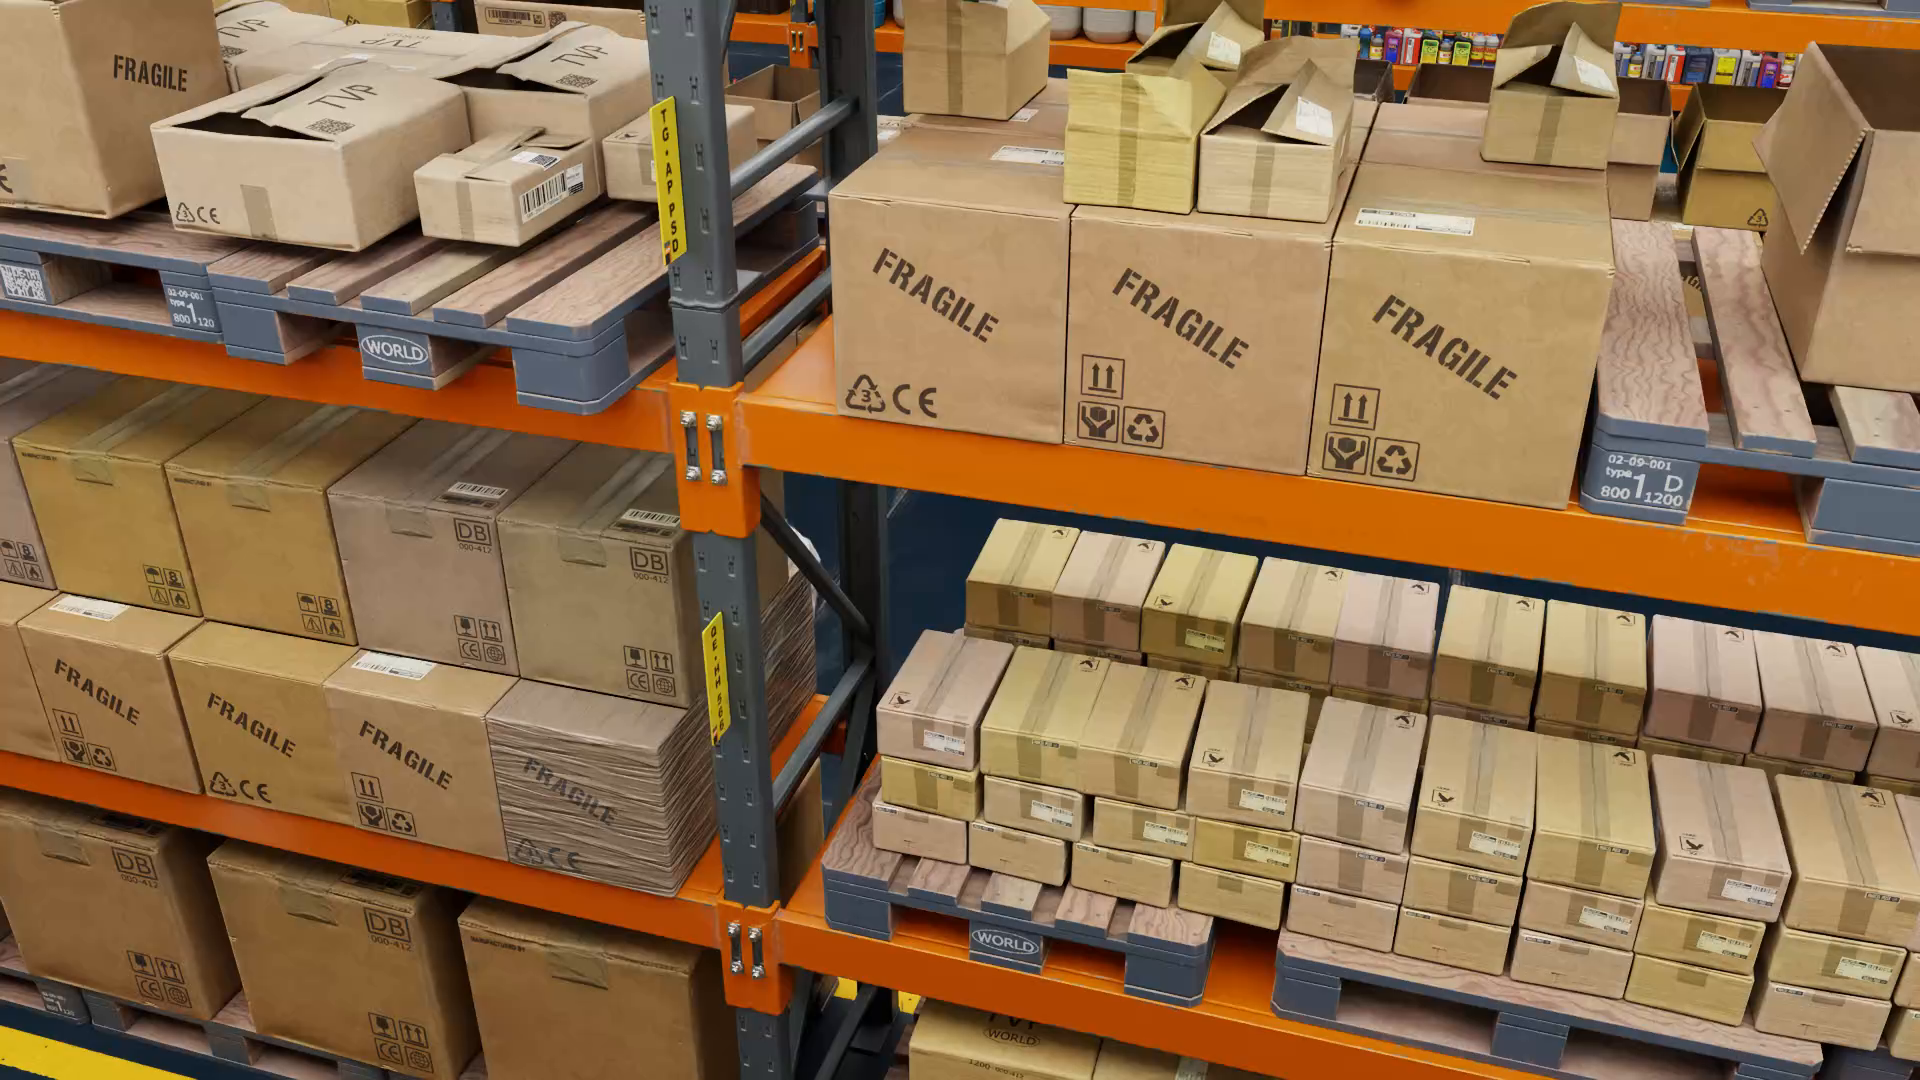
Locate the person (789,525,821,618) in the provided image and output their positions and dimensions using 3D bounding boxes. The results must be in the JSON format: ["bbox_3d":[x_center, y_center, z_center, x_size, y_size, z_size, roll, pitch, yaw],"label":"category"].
[{"bbox_3d":[-0.830,0.295,7.105,0.522,1.177,0.796,9,31,15],"label":"person"}]
